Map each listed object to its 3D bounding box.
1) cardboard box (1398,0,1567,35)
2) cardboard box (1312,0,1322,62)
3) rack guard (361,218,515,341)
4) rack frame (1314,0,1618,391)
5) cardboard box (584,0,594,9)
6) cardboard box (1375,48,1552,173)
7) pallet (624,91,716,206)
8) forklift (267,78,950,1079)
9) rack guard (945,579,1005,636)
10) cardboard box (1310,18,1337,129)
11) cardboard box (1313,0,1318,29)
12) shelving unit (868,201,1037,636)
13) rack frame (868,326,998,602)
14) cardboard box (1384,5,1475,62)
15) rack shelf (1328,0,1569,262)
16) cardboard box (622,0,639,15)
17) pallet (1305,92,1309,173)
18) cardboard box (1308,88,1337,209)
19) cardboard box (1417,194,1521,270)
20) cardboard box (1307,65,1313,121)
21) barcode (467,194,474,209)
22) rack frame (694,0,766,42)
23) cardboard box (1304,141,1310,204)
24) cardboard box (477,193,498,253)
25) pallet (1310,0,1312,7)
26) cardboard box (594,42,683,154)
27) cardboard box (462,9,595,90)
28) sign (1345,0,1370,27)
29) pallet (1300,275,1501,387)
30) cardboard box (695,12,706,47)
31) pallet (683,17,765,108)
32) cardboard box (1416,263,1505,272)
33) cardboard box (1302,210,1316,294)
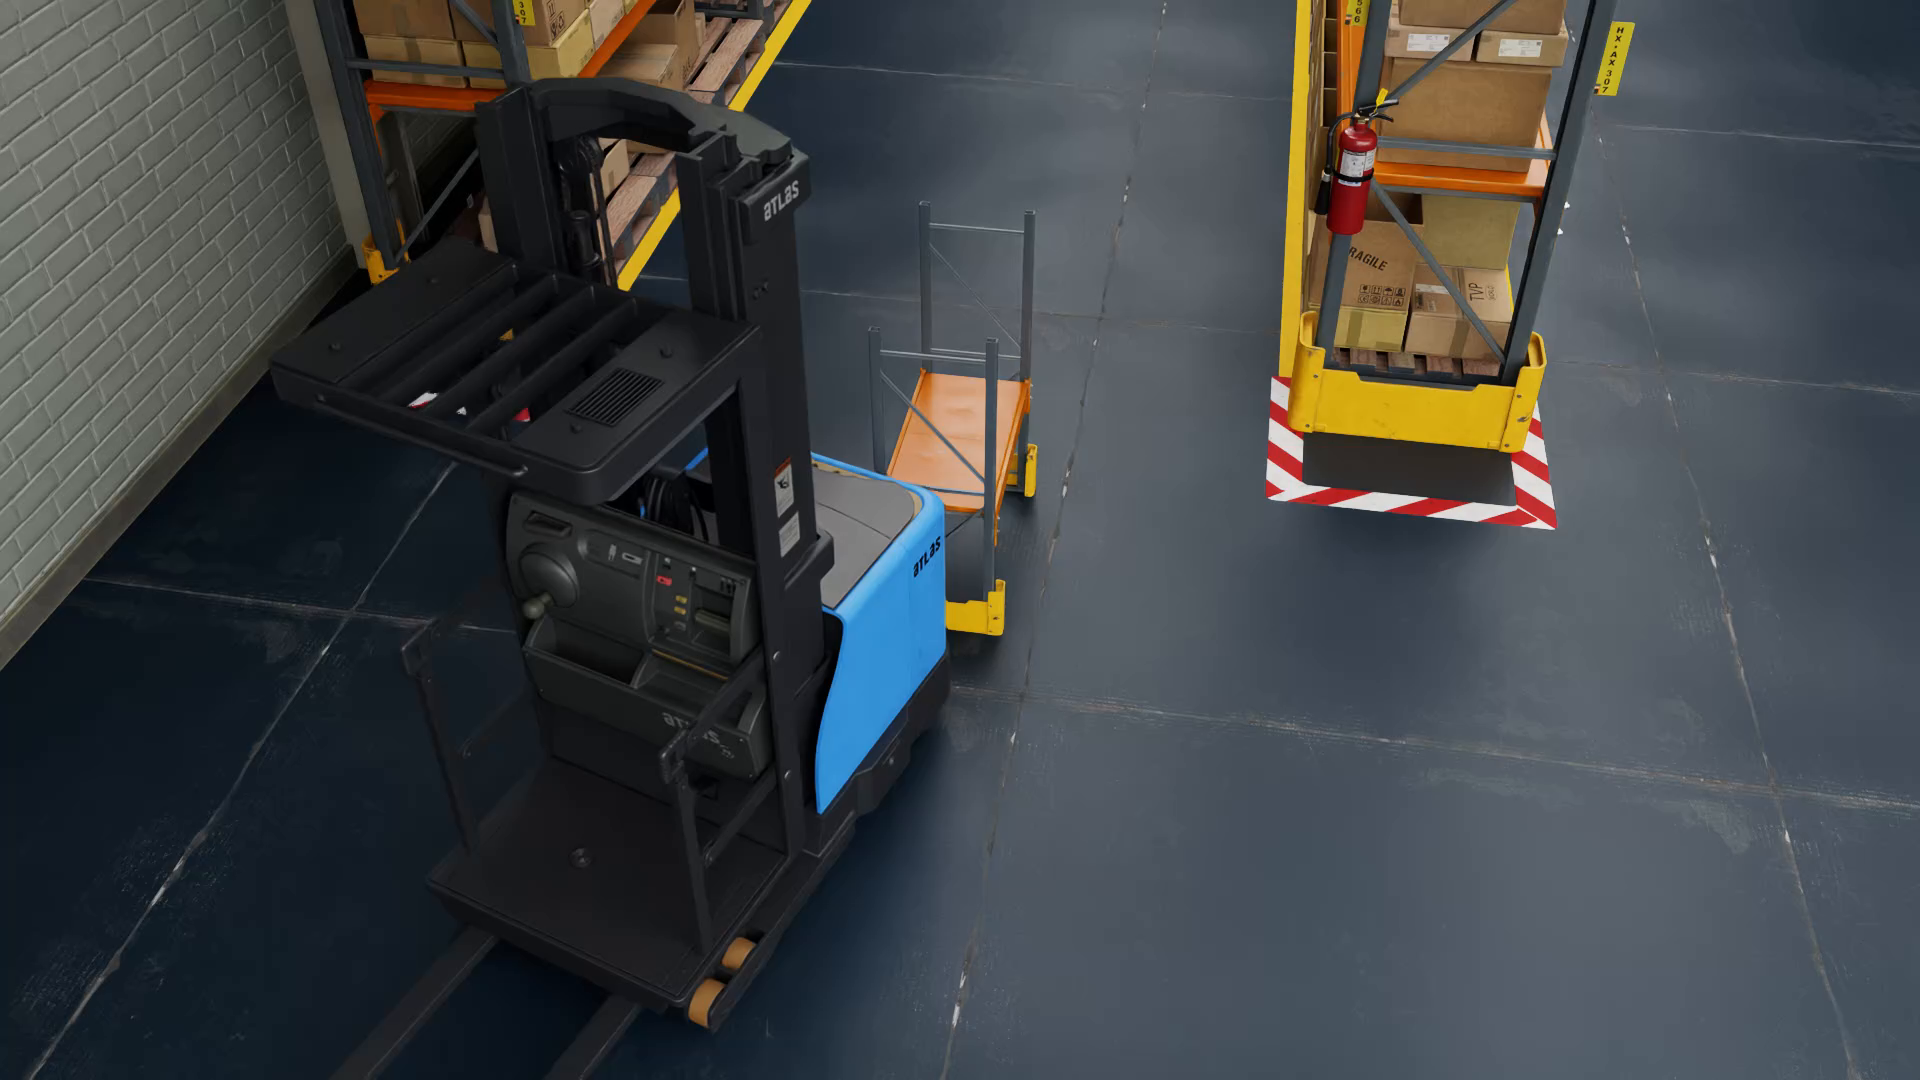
[{"bbox_3d":[2.369,-2.635,7.486,0.700,0.500,0.500,7,40,8],"label":"cardboard box"},{"bbox_3d":[2.571,-3.416,10.768,0.500,0.500,0.500,6,40,8],"label":"cardboard box"},{"bbox_3d":[-2.600,-1.400,9.050,1.175,0.500,0.348,6,40,8],"label":"rack guard"},{"bbox_3d":[2.267,-1.771,7.538,1.000,3.000,0.127,6,40,8],"label":"rack frame"},{"bbox_3d":[-2.139,-3.130,8.695,0.500,0.500,0.500,7,40,8],"label":"cardboard box"},{"bbox_3d":[2.360,-2.102,7.859,0.700,0.500,0.500,6,40,8],"label":"cardboard box"},{"bbox_3d":[-2.211,-2.558,10.678,1.003,0.211,1.213,6,40,8],"label":"pallet"},{"bbox_3d":[-1.168,0.217,5.188,1.130,2.935,3.031,18,43,21],"label":"forklift"},{"bbox_3d":[-0.099,0.264,7.234,0.587,0.250,0.087,6,40,8],"label":"rack guard"},{"bbox_3d":[2.398,-2.789,10.009,0.500,0.500,0.500,6,40,8],"label":"cardboard box"},{"bbox_3d":[2.745,-3.676,11.671,0.500,0.250,0.500,6,40,7],"label":"cardboard box"},{"bbox_3d":[-0.013,-0.530,7.214,0.587,1.500,1.083,6,40,8],"label":"shelving unit"},{"bbox_3d":[-0.103,-0.205,6.821,0.500,1.500,0.032,6,40,8],"label":"rack frame"},{"bbox_3d":[2.145,-2.321,7.615,0.380,0.149,0.250,6,40,7],"label":"cardboard box"},{"bbox_3d":[2.613,-2.749,9.286,1.077,0.370,4.000,6,40,8],"label":"rack shelf"},{"bbox_3d":[-2.046,-3.183,9.348,0.500,0.250,0.500,6,40,7],"label":"cardboard box"},{"bbox_3d":[2.780,-2.713,10.865,1.003,0.211,1.213,6,40,8],"label":"pallet"},{"bbox_3d":[2.225,-2.161,9.250,0.500,0.500,0.500,6,40,8],"label":"cardboard box"},{"bbox_3d":[2.663,-1.789,8.799,0.500,0.500,0.500,6,40,8],"label":"cardboard box"},{"bbox_3d":[2.489,-2.813,10.627,0.500,0.250,0.500,6,40,8],"label":"cardboard box"},{"bbox_3d":[-2.795,-1.932,9.490,0.001,0.075,0.075,6,40,8],"label":"barcode"},{"bbox_3d":[-1.920,-4.826,11.233,1.000,3.000,0.127,6,40,8],"label":"rack frame"},{"bbox_3d":[2.316,-2.185,9.868,0.500,0.250,0.500,6,40,8],"label":"cardboard box"},{"bbox_3d":[-2.404,-1.873,9.426,0.500,0.311,0.500,2,40,3],"label":"cardboard box"},{"bbox_3d":[3.257,-4.442,12.957,1.003,0.211,1.213,6,40,8],"label":"pallet"},{"bbox_3d":[-2.129,-2.758,10.349,0.700,0.500,0.500,4,40,5],"label":"cardboard box"},{"bbox_3d":[-2.215,-2.536,8.566,0.500,0.250,0.500,5,40,6],"label":"cardboard box"},{"bbox_3d":[1.735,-2.377,7.177,0.100,0.325,0.005,6,40,8],"label":"sign"},{"bbox_3d":[2.358,-1.181,9.013,1.003,0.211,1.213,6,40,8],"label":"pallet"},{"bbox_3d":[-1.983,-3.564,11.585,0.380,0.166,0.250,2,40,2],"label":"cardboard box"},{"bbox_3d":[-2.002,-3.326,11.607,1.003,0.211,1.213,6,40,8],"label":"pallet"},{"bbox_3d":[2.662,-1.500,9.038,0.500,0.250,0.500,6,40,8],"label":"cardboard box"},{"bbox_3d":[2.143,-1.558,9.108,0.500,0.250,0.500,6,40,8],"label":"cardboard box"}]
